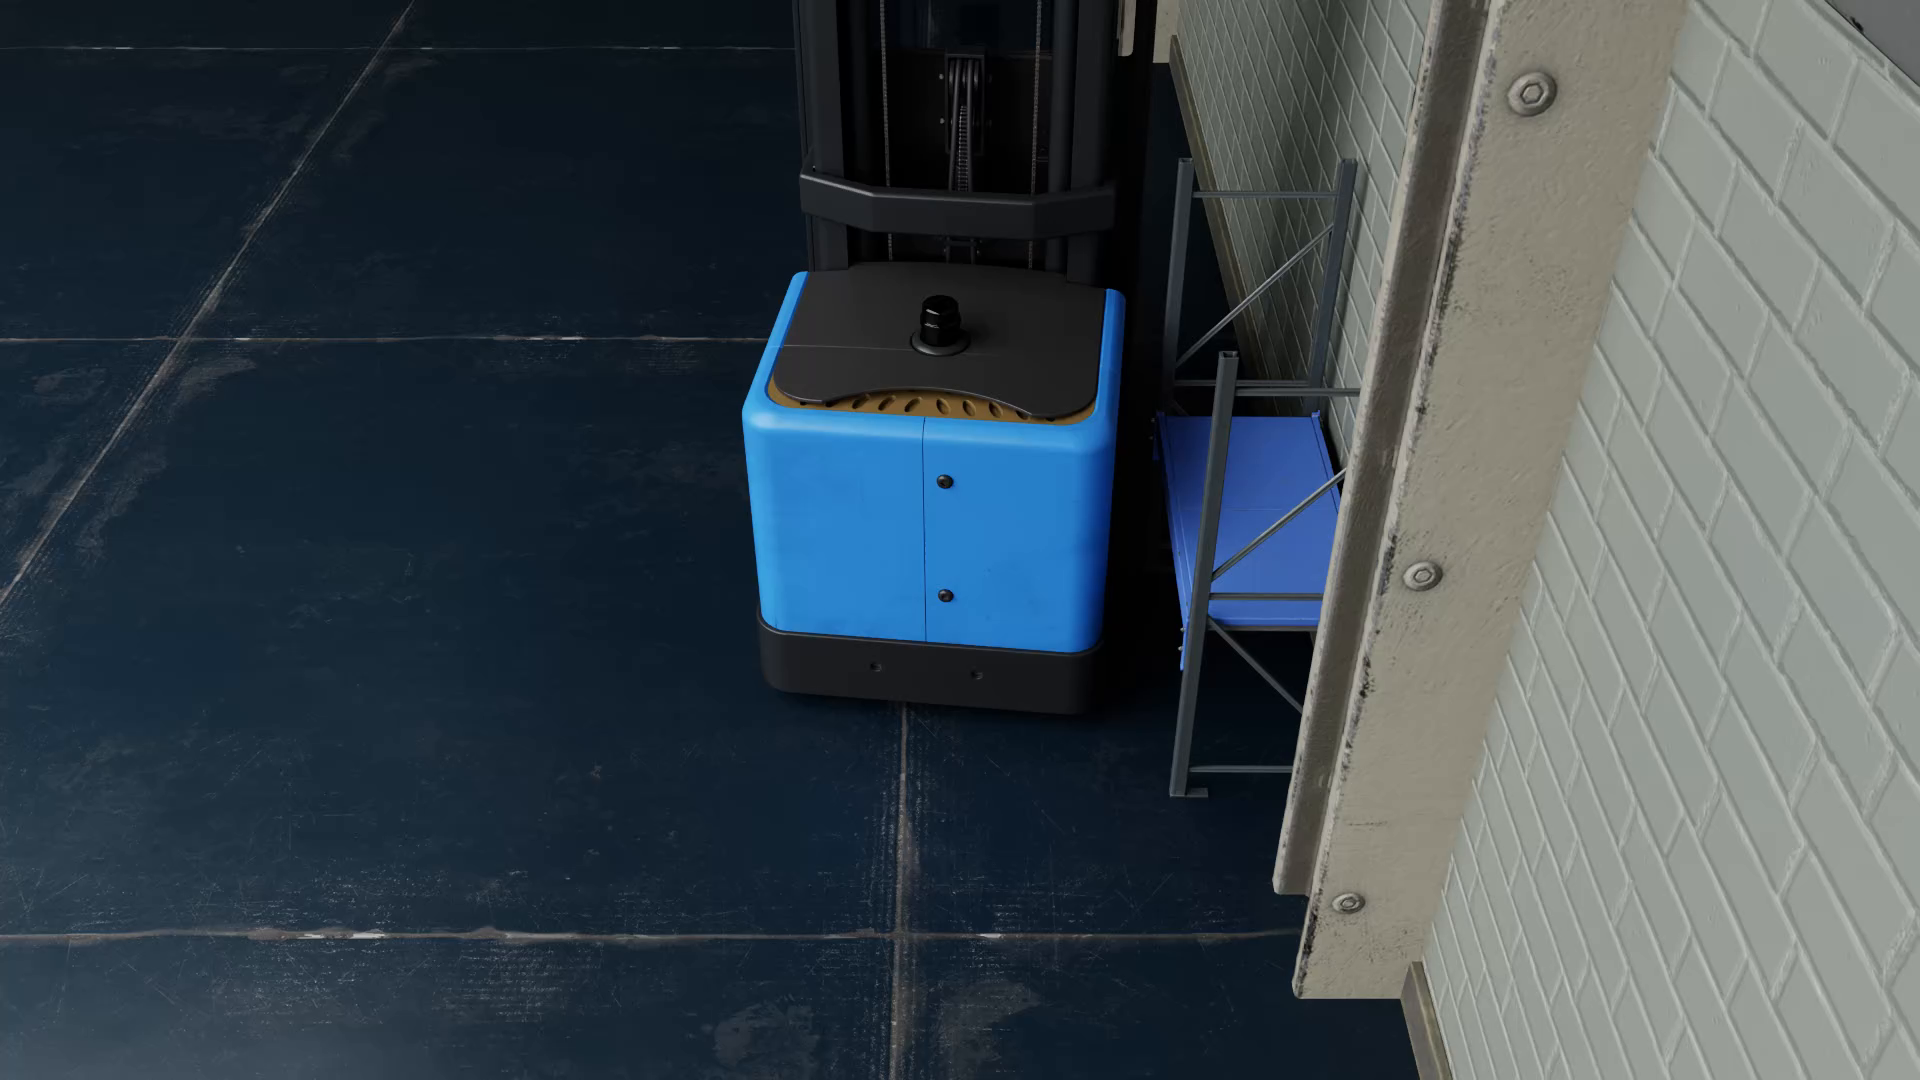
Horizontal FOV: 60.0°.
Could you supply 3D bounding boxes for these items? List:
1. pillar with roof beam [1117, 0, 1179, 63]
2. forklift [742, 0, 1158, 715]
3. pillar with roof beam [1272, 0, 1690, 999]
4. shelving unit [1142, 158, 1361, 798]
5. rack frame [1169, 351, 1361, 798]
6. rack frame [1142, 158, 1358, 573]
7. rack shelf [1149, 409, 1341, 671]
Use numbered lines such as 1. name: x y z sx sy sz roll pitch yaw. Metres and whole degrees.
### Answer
1. pillar with roof beam: -3.296 -6.206 6.298 9.100 9.000 0.400 0 39 0
2. forklift: 0.071 -1.534 5.321 1.130 2.935 3.031 4 39 5
3. pillar with roof beam: -3.289 -2.454 1.616 9.100 9.000 0.400 0 39 0
4. shelving unit: 0.864 -0.165 4.757 0.538 1.500 1.048 0 39 0
5. rack frame: 0.859 0.152 4.360 0.500 1.500 0.032 0 39 0
6. rack frame: 0.868 -0.483 5.154 0.500 1.500 0.032 0 39 0
7. rack shelf: 0.864 -0.025 4.870 0.538 0.185 1.000 0 39 0
